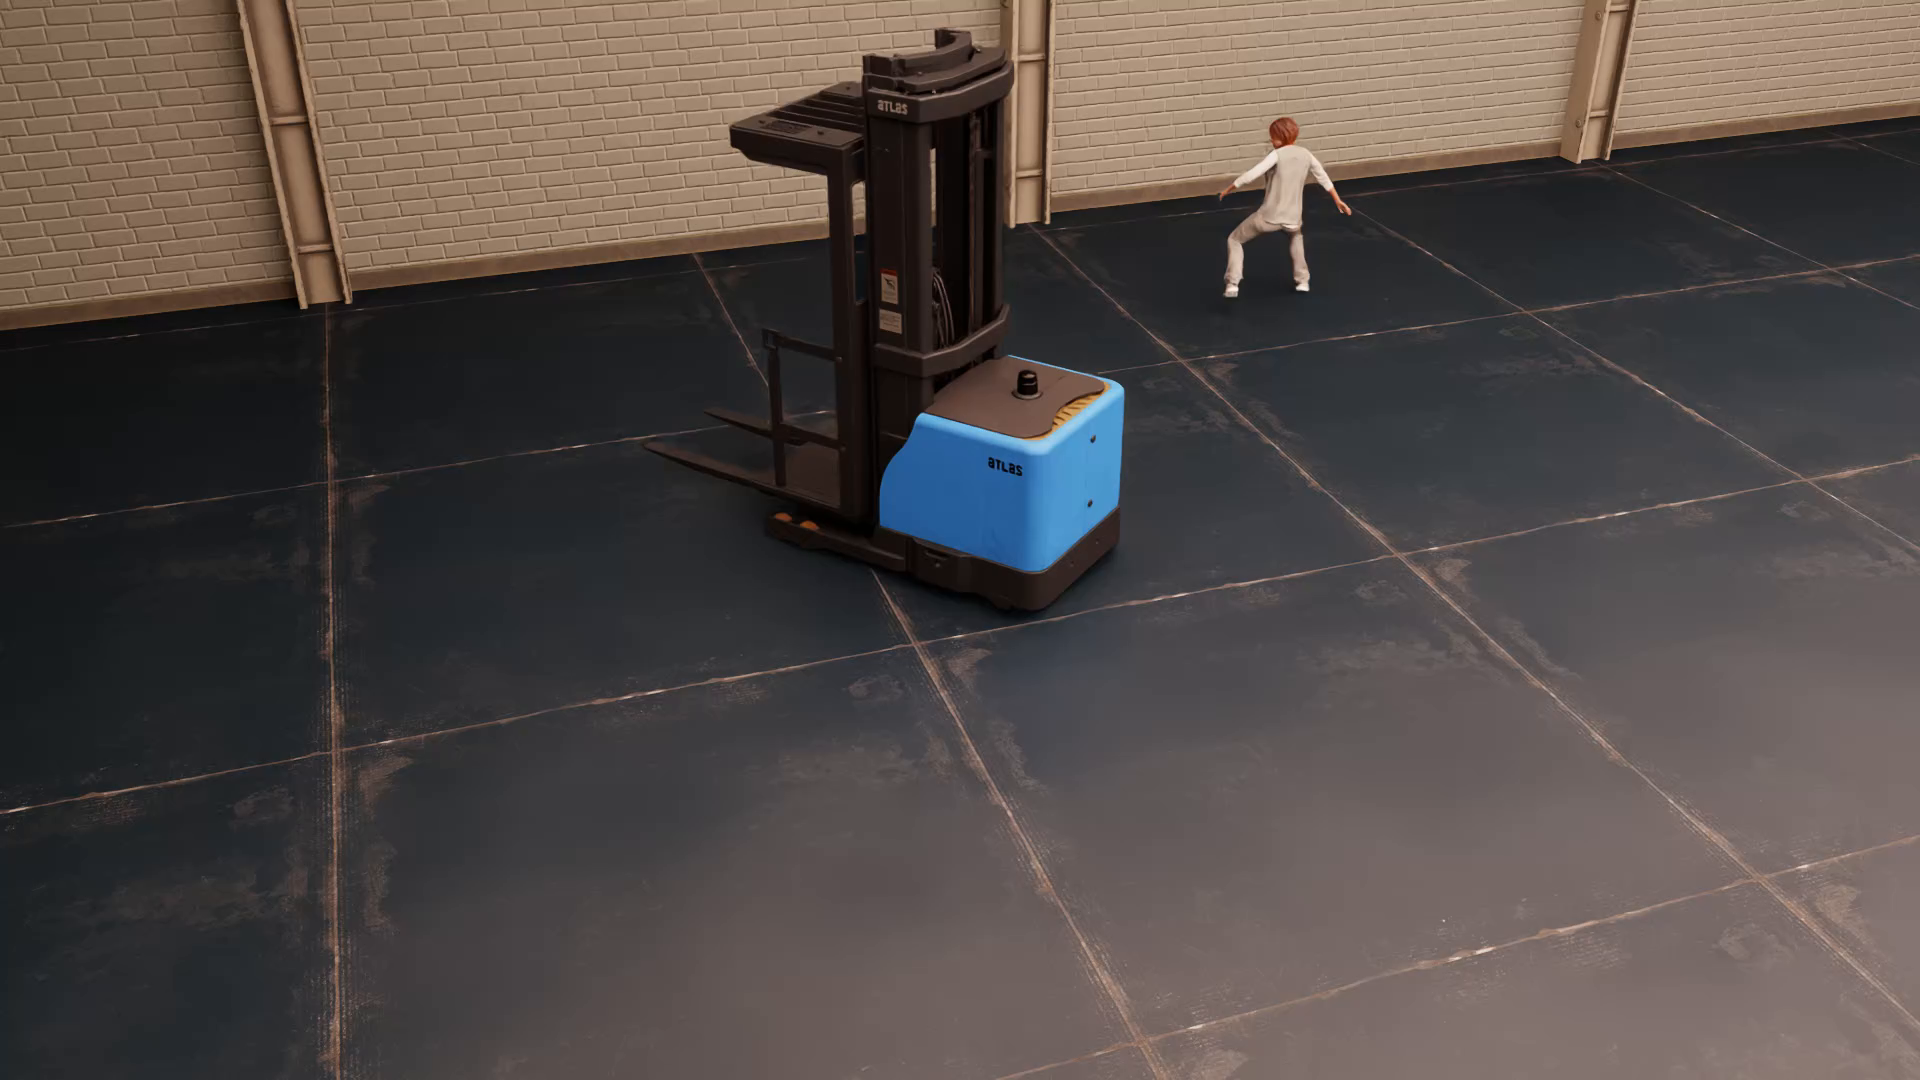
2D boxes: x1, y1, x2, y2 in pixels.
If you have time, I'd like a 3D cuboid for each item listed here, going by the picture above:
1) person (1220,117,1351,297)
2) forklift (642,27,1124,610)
[{"bbox_3d":[2.546,-2.567,13.098,1.032,1.484,0.489,-8,31,-13],"label":"person"},{"bbox_3d":[-0.574,-1.420,9.555,3.031,2.935,1.130,17,34,27],"label":"forklift"}]
